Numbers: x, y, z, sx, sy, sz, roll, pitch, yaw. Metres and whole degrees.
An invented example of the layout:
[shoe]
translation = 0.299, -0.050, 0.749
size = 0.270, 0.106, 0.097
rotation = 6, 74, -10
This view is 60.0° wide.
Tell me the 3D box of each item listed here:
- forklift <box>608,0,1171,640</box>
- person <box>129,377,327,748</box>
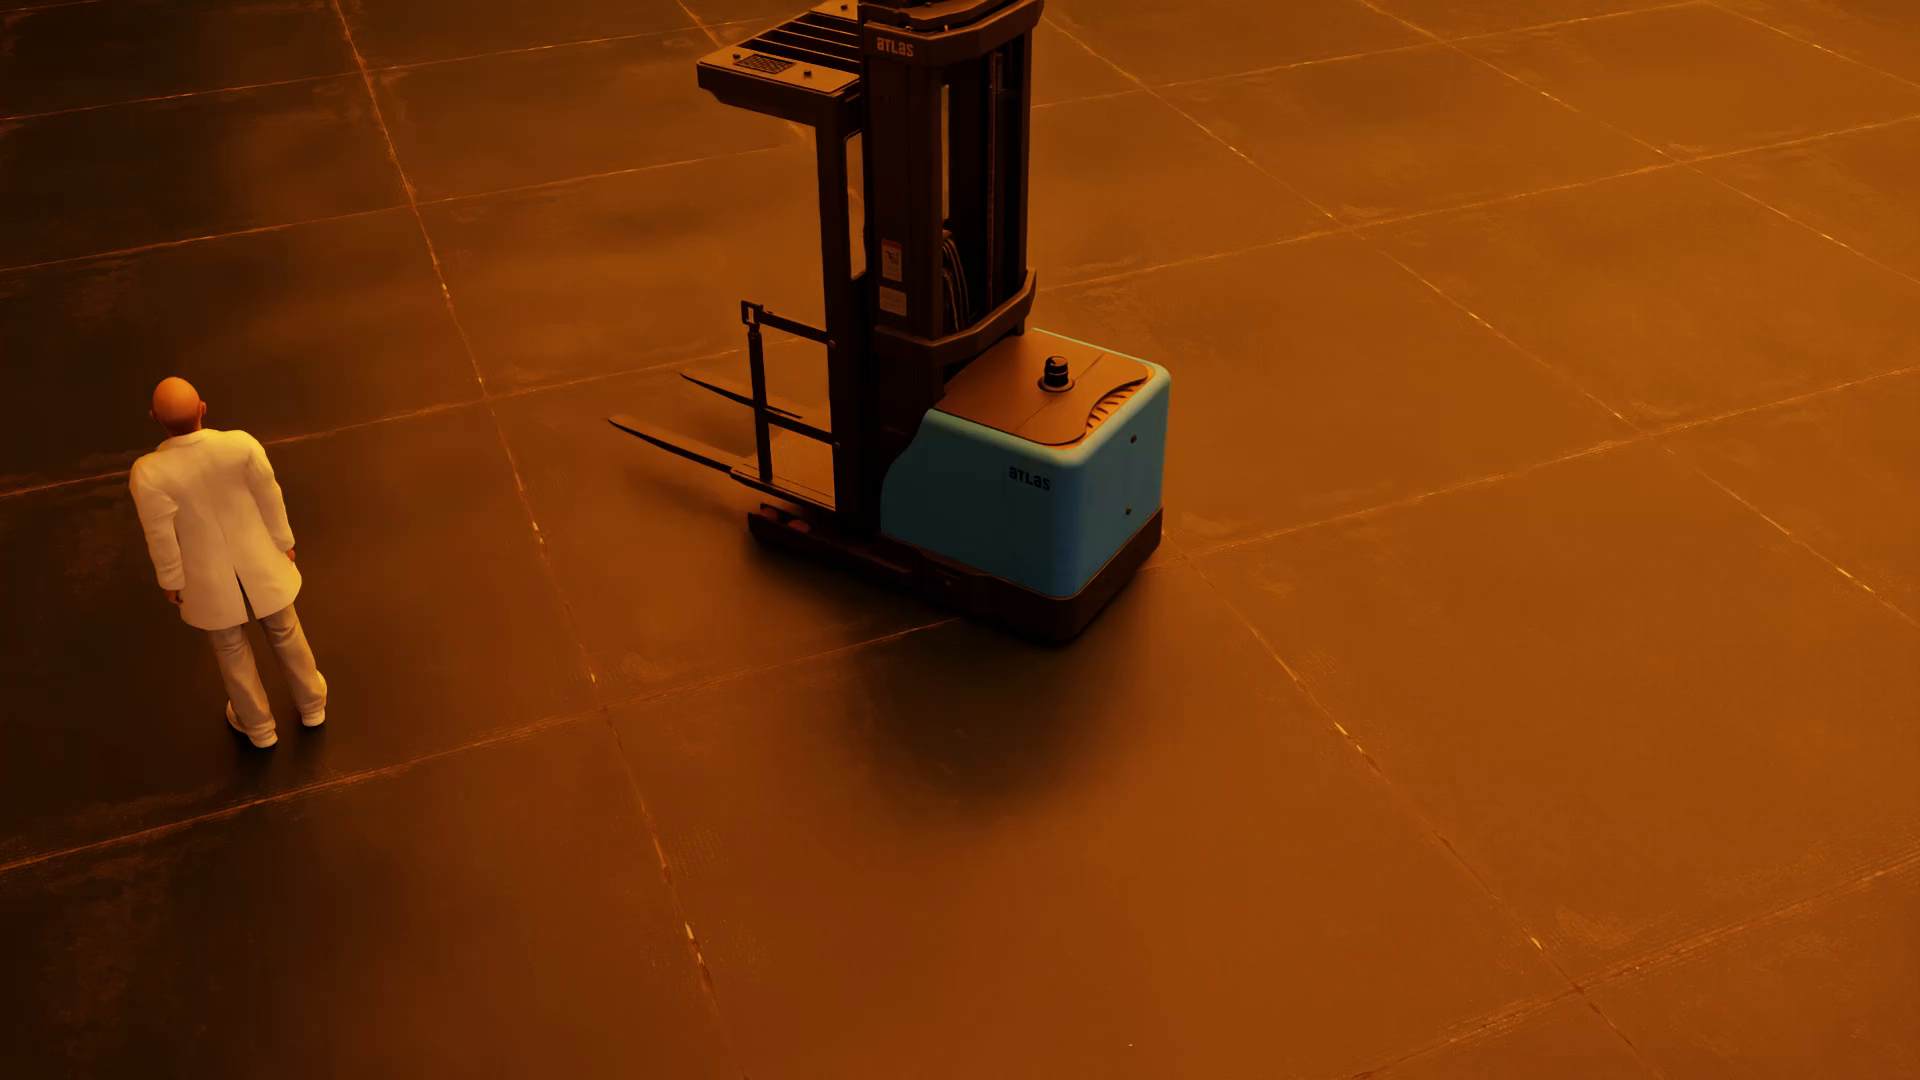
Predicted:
[forklift]
translation = -0.493, -1.370, 8.025
size = 3.031, 2.935, 1.130
rotation = 20, 40, 26
[person]
translation = -3.082, 0.081, 6.978
size = 0.551, 1.782, 0.392
rotation = -21, 41, -27
